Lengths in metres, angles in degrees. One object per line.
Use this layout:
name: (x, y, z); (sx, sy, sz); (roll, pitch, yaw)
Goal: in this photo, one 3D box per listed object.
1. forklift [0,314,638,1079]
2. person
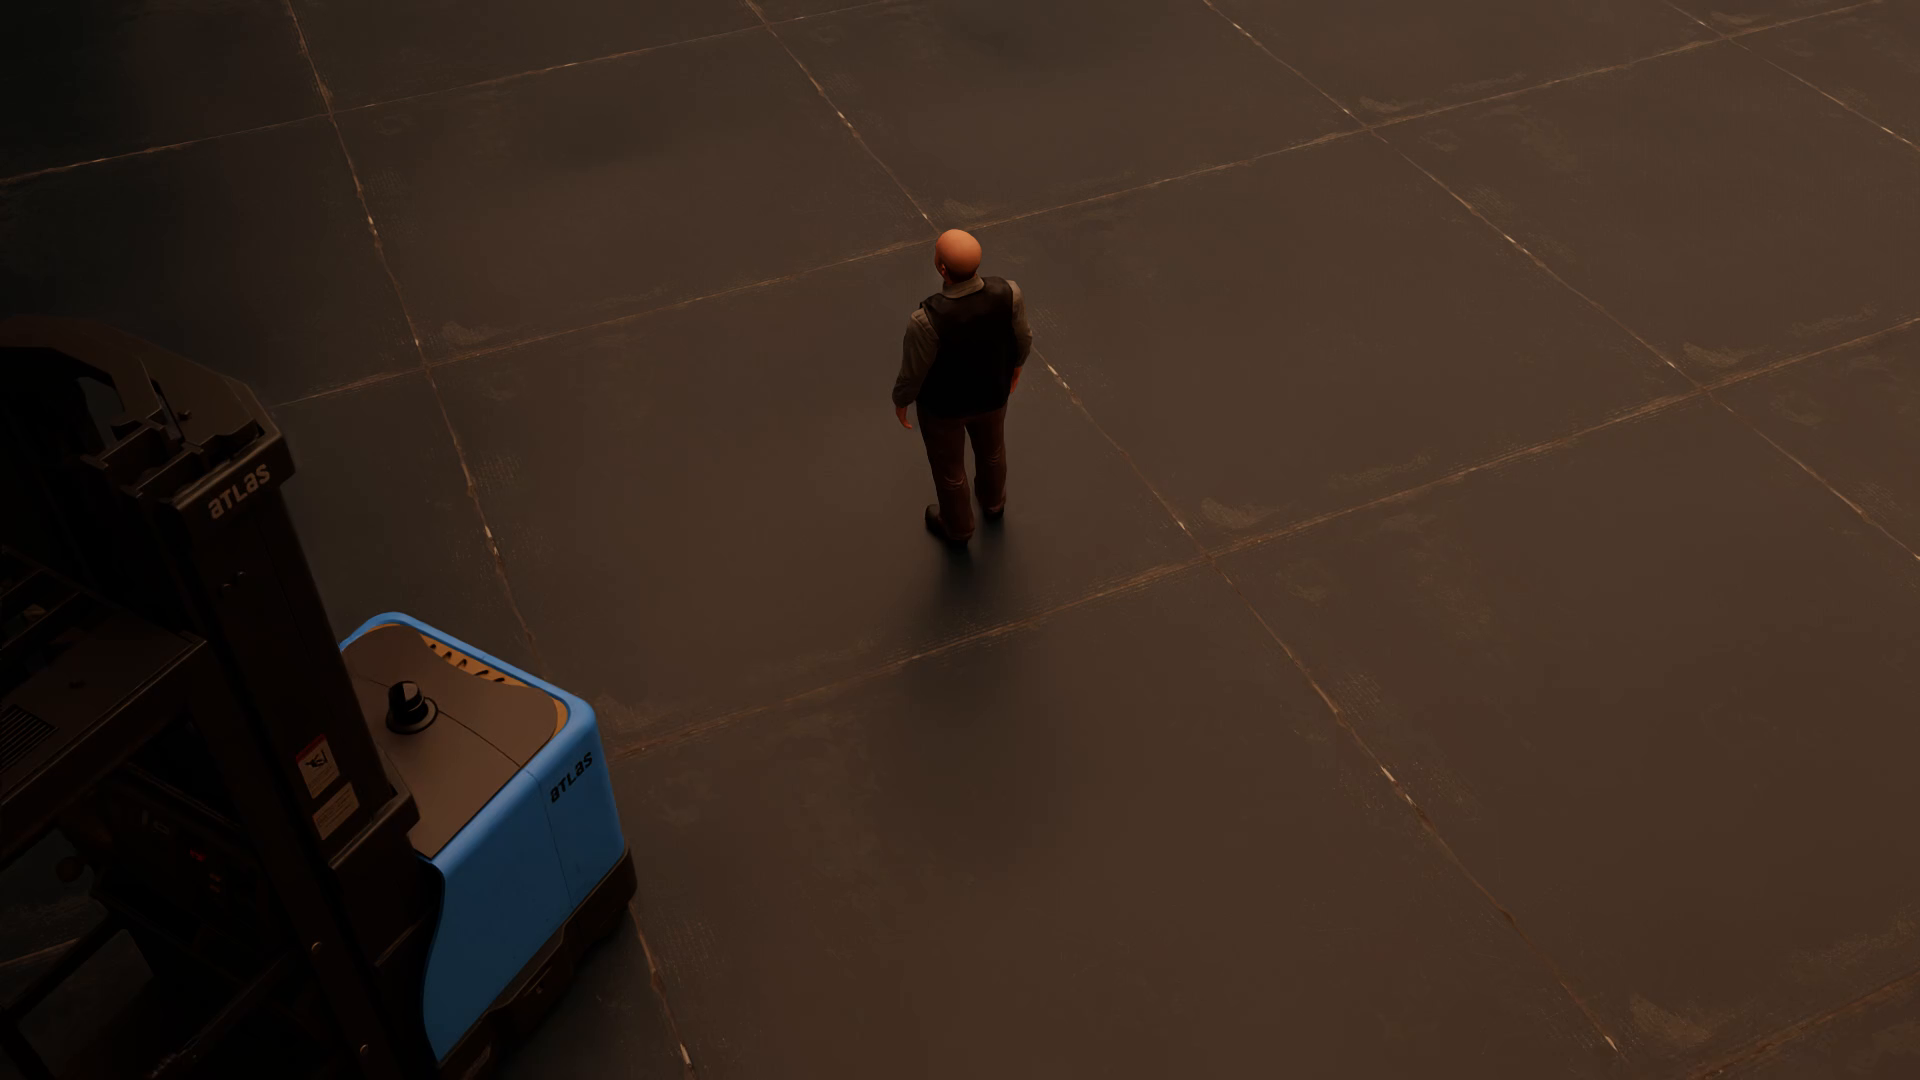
forklift: (-2.400, 0.984, 4.626); (1.130, 2.935, 3.031); (22, 47, 22)
person: (-0.018, -0.675, 7.280); (0.632, 1.720, 0.568); (-18, 46, -18)
